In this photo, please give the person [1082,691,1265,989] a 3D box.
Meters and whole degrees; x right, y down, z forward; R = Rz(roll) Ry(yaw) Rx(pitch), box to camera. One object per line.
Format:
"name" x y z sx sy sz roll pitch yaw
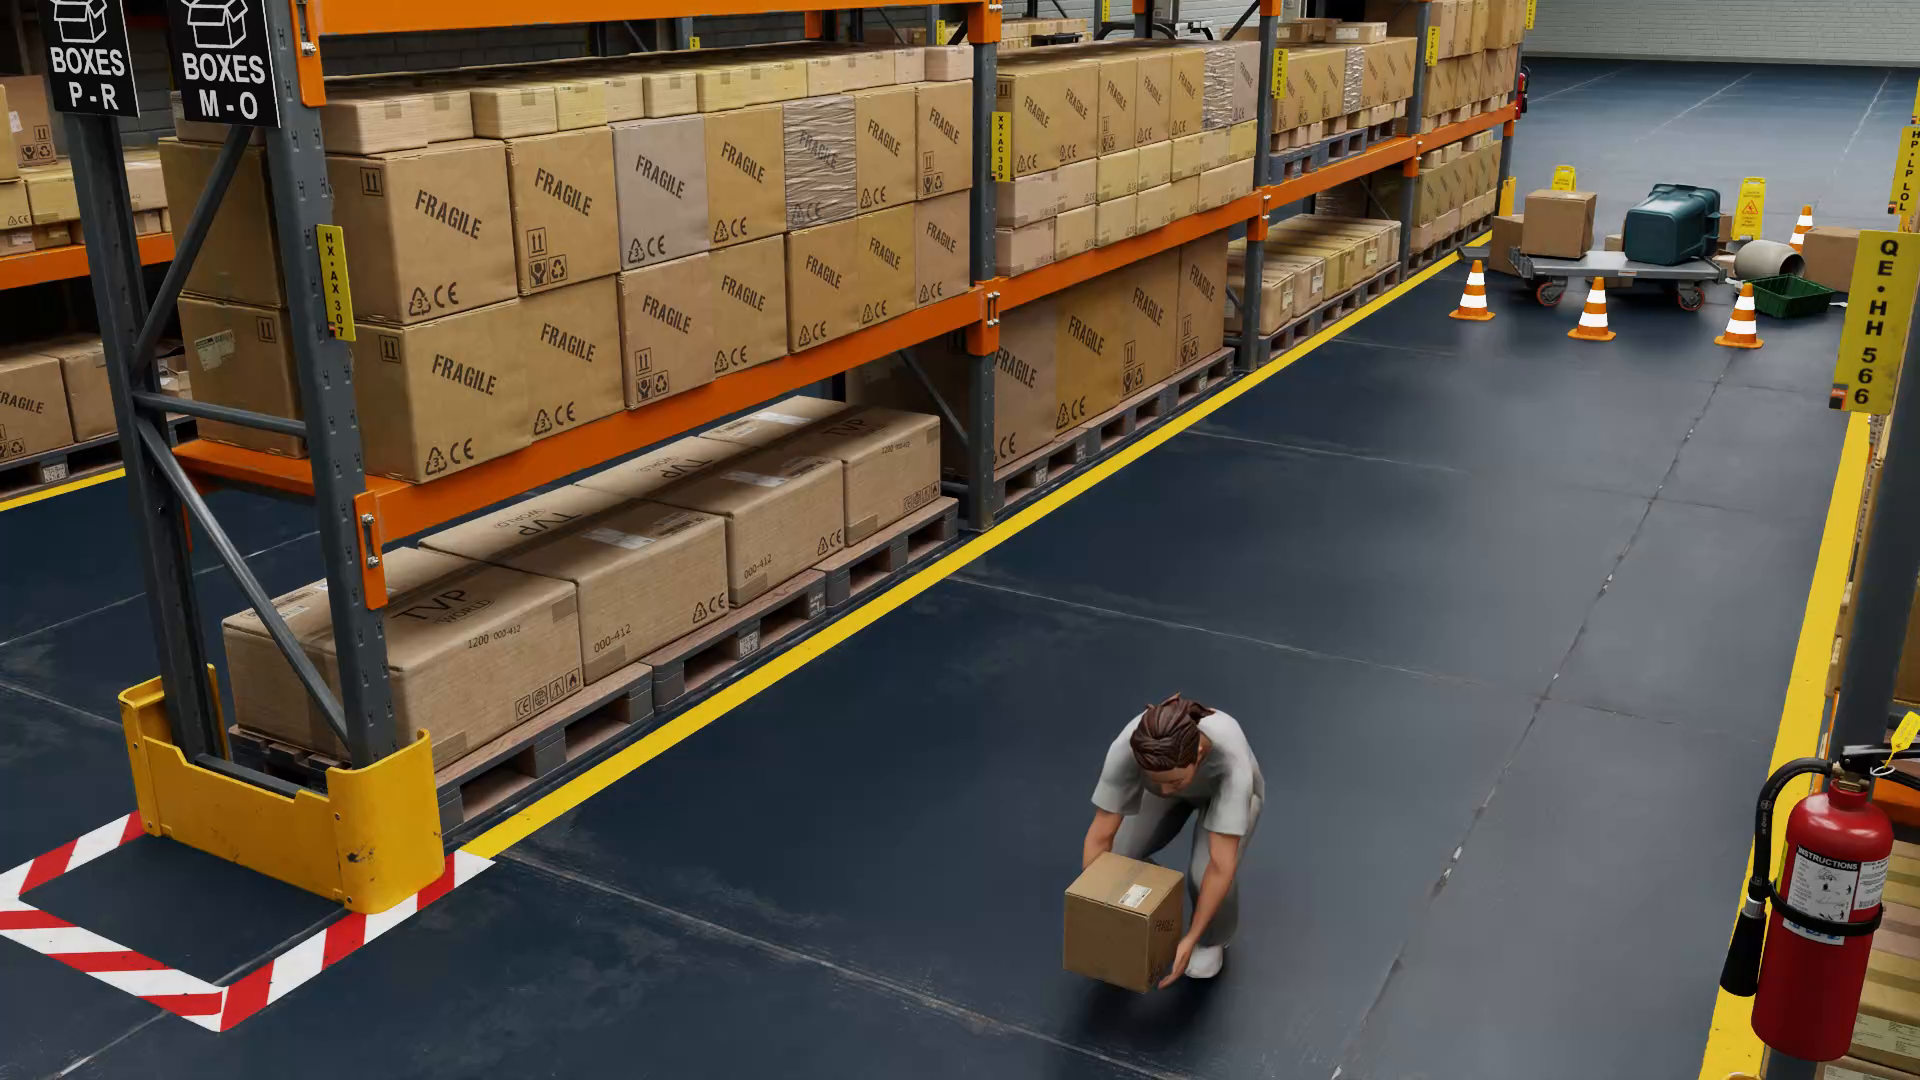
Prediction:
"person" 0.647 0.820 4.844 0.483 0.953 0.801 11 22 27
